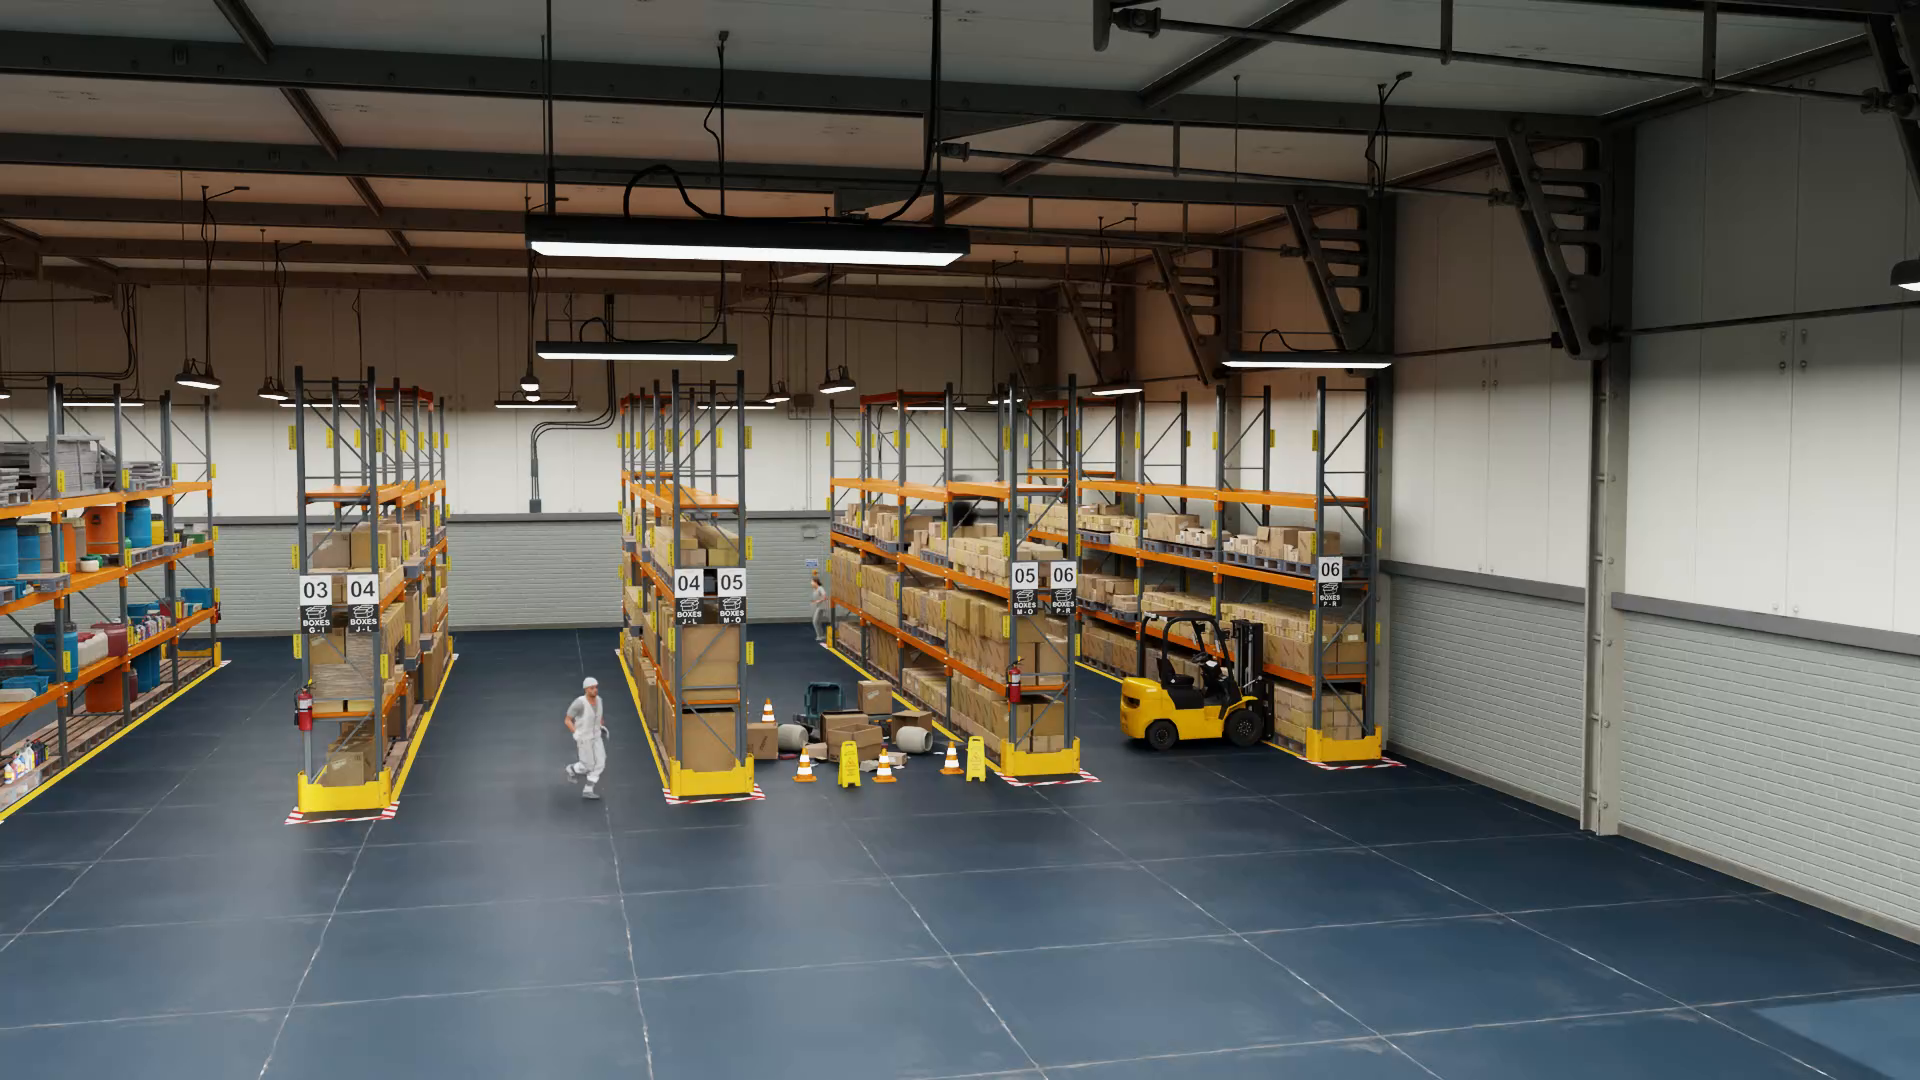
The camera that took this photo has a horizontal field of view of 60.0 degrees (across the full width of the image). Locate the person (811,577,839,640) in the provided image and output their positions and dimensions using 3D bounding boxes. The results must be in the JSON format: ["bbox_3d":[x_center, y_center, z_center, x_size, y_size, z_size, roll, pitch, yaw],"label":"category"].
[{"bbox_3d":[-3.406,1.742,41.780,0.642,1.623,0.853,3,5,45],"label":"person"}]

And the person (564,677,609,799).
[{"bbox_3d":[-5.270,2.762,23.346,0.682,1.704,0.667,3,4,38],"label":"person"}]
